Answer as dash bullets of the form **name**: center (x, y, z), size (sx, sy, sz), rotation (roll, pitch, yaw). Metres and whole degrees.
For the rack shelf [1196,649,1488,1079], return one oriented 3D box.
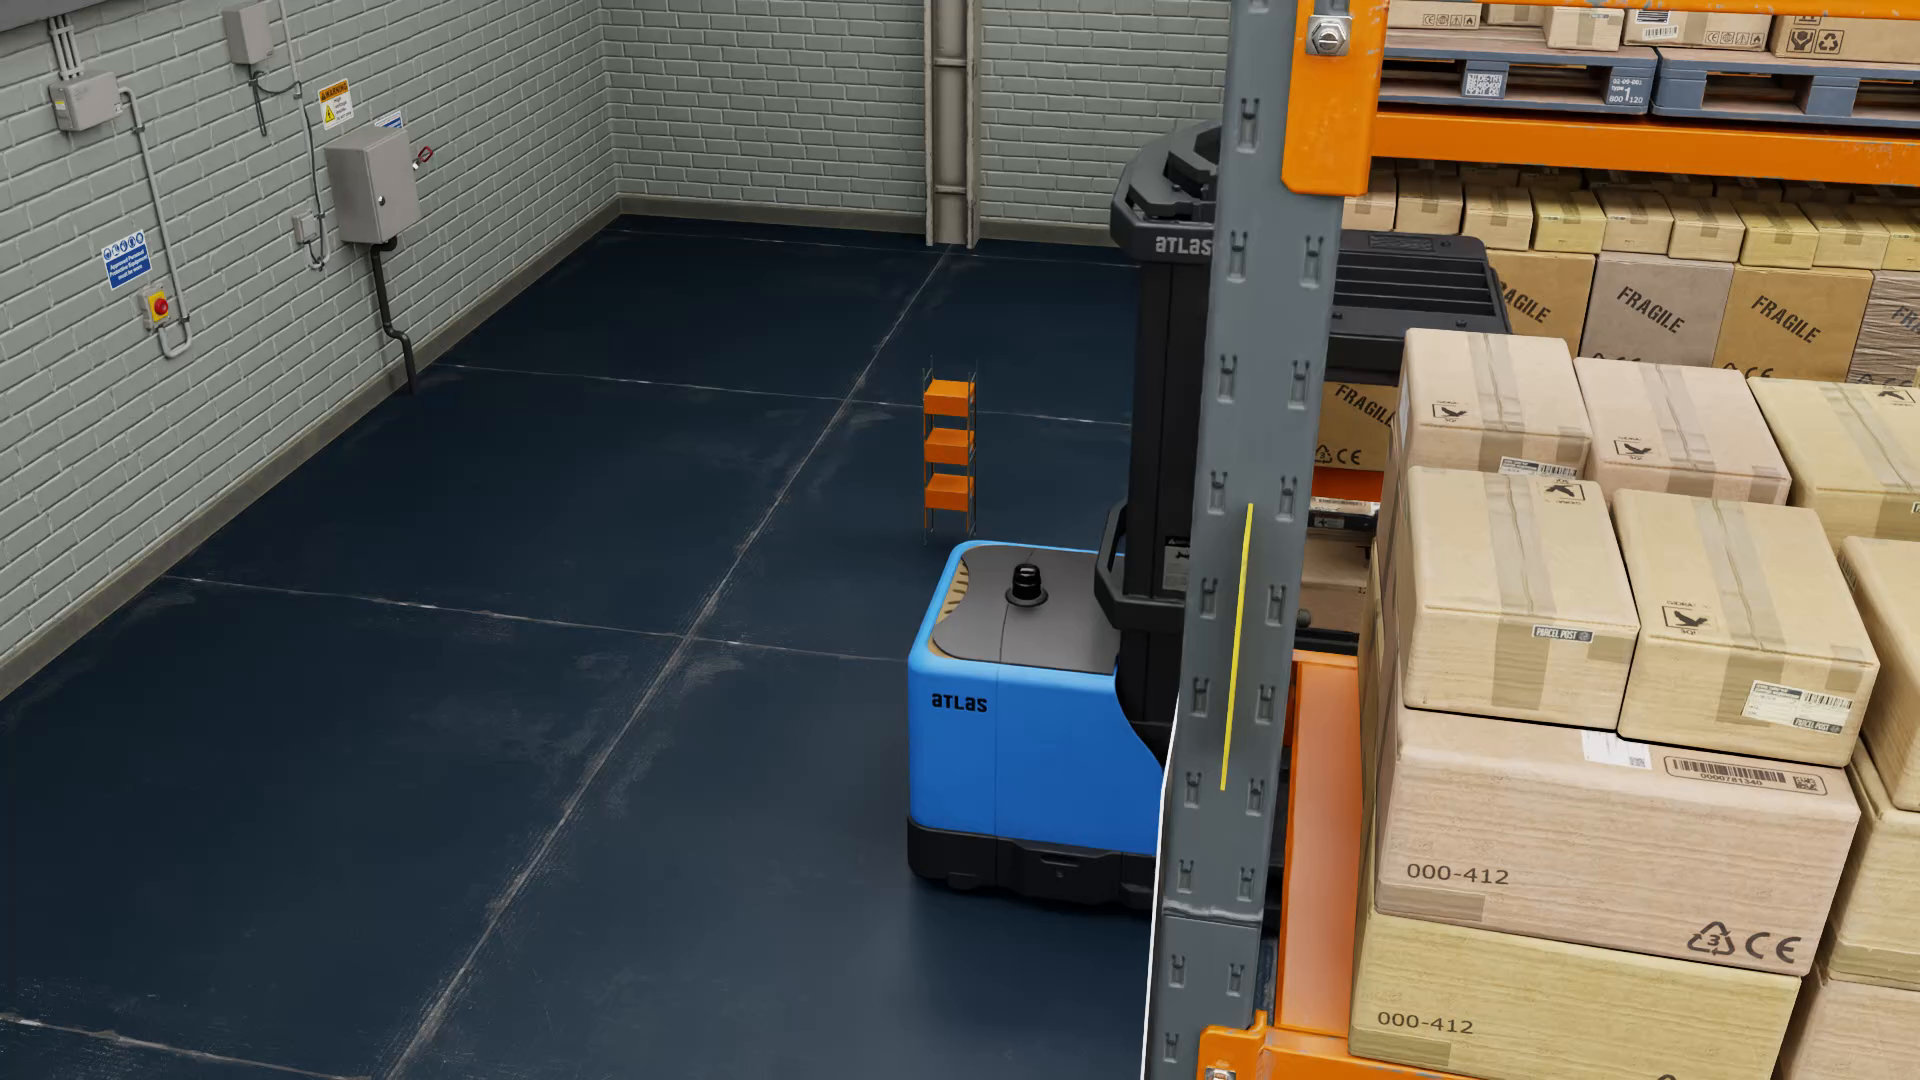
- **rack shelf**: center (2.380, 0.767, 2.350), size (4.000, 0.370, 1.077), rotation (6, 29, 11)

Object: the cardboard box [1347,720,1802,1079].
- **cardboard box**: center (0.810, 0.482, 2.278), size (0.500, 0.250, 0.500), rotation (7, 29, 12)

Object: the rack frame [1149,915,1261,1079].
- **rack frame**: center (0.424, 1.567, 3.264), size (0.127, 3.000, 1.000), rotation (6, 29, 11)

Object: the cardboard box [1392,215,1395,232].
- **cardboard box**: center (1.769, -1.068, 6.933), size (0.500, 0.500, 0.500), rotation (5, 29, 9)

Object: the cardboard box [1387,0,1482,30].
- **cardboard box**: center (1.818, -2.243, 6.715), size (0.500, 0.250, 0.500), rotation (3, 29, 6)

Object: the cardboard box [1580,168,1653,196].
- **cardboard box**: center (2.754, -1.488, 7.024), size (0.250, 0.149, 0.380), rotation (6, 29, 10)

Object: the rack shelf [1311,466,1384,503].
- **rack shelf**: center (3.315, -0.252, 7.335), size (4.000, 0.370, 1.077), rotation (6, 29, 11)

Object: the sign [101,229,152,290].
- **sign**: center (-4.230, -1.424, 8.447), size (0.001, 0.218, 0.327), rotation (6, 29, 11)

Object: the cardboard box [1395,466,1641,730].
- **cardboard box**: center (0.693, 0.062, 2.109), size (0.250, 0.149, 0.380), rotation (6, 29, 10)

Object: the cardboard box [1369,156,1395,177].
- **cardboard box**: center (1.752, -1.593, 7.215), size (0.250, 0.149, 0.380), rotation (6, 29, 11)

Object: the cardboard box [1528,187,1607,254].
- **cardboard box**: center (2.411, -1.279, 6.641), size (0.250, 0.149, 0.380), rotation (5, 29, 9)

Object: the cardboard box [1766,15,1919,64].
- **cardboard box**: center (3.299, -2.083, 6.162), size (0.500, 0.500, 0.500), rotation (6, 29, 11)

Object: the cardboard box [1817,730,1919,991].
- **cardboard box**: center (1.310, 0.316, 2.062), size (0.500, 0.250, 0.500), rotation (6, 29, 10)

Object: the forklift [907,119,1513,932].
- **forklift**: center (1.357, 0.007, 6.186), size (3.031, 2.935, 1.130), rotation (5, 29, 10)

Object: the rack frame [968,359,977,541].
- **rack frame**: center (0.067, -0.454, 8.985), size (0.008, 1.050, 0.200), rotation (6, 29, 11)

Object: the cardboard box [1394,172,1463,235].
- **cardboard box**: center (1.919, -1.376, 6.820), size (0.250, 0.149, 0.380), rotation (7, 29, 12)

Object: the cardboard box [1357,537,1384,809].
- **cardboard box**: center (0.924, 0.238, 2.724), size (0.500, 0.250, 0.500), rotation (5, 29, 9)

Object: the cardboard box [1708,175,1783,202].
- **cardboard box**: center (3.264, -1.456, 6.964), size (0.250, 0.149, 0.380), rotation (7, 29, 12)

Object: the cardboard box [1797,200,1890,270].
- **cardboard box**: center (3.423, -1.191, 6.480), size (0.250, 0.149, 0.380), rotation (6, 29, 11)

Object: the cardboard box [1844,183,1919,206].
- **cardboard box**: center (3.757, -1.392, 6.848), size (0.250, 0.149, 0.380), rotation (6, 29, 10)

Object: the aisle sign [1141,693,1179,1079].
- **aisle sign**: center (0.290, 0.560, 2.396), size (0.004, 0.787, 0.394), rotation (6, 29, 11)

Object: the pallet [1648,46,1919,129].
- **pallet**: center (3.283, -1.854, 6.481), size (1.213, 0.211, 1.003), rotation (6, 29, 11)

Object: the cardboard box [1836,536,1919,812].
- **cardboard box**: center (1.189, 0.158, 1.935), size (0.250, 0.149, 0.380), rotation (6, 29, 10)

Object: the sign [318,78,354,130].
- **sign**: center (-3.793, -2.651, 10.109), size (0.001, 0.242, 0.339), rotation (6, 29, 11)

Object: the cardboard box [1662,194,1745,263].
- **cardboard box**: center (2.914, -1.232, 6.556), size (0.250, 0.149, 0.380), rotation (6, 29, 11)

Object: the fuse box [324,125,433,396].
- **fuse box**: center (-3.579, -1.729, 10.626), size (0.414, 1.711, 0.539), rotation (6, 29, 11)

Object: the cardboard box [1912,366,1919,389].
- **cardboard box**: center (1.563, -0.110, 2.424), size (0.250, 0.149, 0.380), rotation (6, 29, 11)

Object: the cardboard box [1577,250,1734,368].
- **cardboard box**: center (2.781, -0.972, 6.756), size (0.500, 0.500, 0.500), rotation (6, 29, 10)

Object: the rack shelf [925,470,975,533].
- **rack shelf**: center (-0.052, -0.213, 9.146), size (0.240, 0.259, 0.215), rotation (6, 29, 11)

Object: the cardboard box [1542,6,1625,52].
- **cardboard box**: center (2.375, -1.984, 6.347), size (0.250, 0.149, 0.380), rotation (7, 29, 12)

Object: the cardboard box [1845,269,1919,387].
- **cardboard box**: center (3.757, -0.868, 6.567), size (0.500, 0.500, 0.500), rotation (6, 29, 11)

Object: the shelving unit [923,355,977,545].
- **shelving unit**: center (-0.052, -0.466, 9.008), size (0.252, 1.050, 0.215), rotation (6, 29, 11)

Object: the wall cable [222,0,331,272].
- **wall cable**: center (-3.876, -2.435, 9.517), size (0.122, 1.984, 0.588), rotation (6, 29, 11)

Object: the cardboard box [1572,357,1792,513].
- **cardboard box**: center (1.036, -0.121, 2.444), size (0.250, 0.149, 0.380), rotation (6, 29, 11)

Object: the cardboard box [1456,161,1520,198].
- **cardboard box**: center (2.275, -1.592, 7.214), size (0.250, 0.149, 0.380), rotation (6, 29, 10)

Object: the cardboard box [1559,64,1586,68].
- **cardboard box**: center (4.246, -3.171, 10.983), size (0.500, 0.500, 0.500), rotation (7, 29, 12)

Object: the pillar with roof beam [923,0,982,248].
- **pillar with roof beam**: center (-0.956, -4.403, 7.921), size (0.400, 9.000, 9.100), rotation (6, 29, 11)
